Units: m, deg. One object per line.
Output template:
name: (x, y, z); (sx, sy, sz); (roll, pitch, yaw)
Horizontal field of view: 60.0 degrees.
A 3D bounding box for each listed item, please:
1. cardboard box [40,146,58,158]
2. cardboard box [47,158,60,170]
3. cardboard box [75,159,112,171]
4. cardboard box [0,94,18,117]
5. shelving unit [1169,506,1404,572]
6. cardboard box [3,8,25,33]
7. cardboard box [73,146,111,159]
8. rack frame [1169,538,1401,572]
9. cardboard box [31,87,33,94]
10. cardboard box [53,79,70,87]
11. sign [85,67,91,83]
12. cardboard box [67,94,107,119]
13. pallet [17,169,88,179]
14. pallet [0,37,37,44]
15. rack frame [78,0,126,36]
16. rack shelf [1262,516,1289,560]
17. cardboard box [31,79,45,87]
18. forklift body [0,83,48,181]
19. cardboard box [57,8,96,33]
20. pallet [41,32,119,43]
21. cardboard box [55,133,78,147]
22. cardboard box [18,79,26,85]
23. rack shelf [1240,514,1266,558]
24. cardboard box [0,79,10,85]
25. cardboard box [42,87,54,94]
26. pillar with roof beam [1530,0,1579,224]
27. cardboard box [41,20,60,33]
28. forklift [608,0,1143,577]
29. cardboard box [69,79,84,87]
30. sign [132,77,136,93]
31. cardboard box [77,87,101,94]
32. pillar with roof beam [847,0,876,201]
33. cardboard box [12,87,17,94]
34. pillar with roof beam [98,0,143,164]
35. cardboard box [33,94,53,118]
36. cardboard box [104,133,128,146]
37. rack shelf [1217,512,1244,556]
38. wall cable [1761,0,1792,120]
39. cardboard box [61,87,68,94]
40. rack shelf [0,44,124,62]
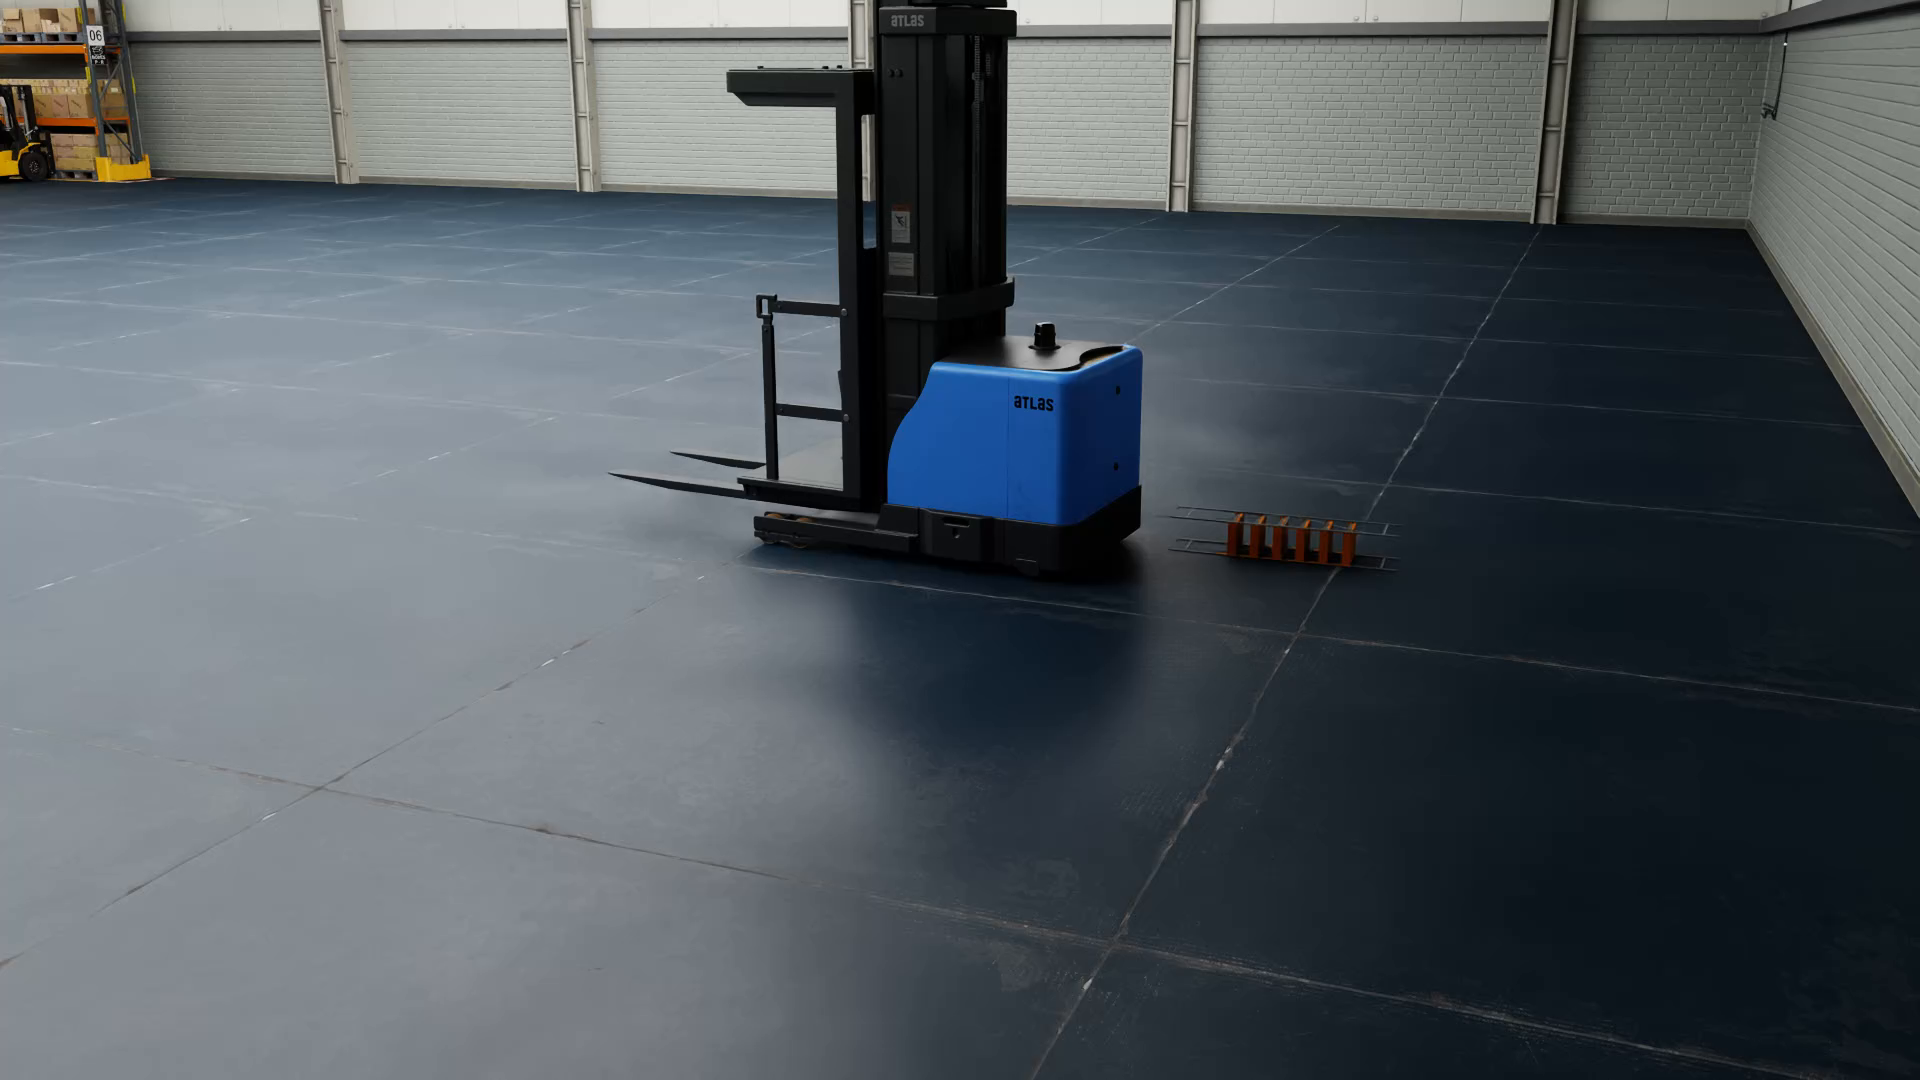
cardboard box: (-19.730, -8.491, 36.322); (0.500, 0.250, 0.500); (6, 17, 19)
cardboard box: (-19.686, -8.253, 36.402); (0.500, 0.250, 0.500); (6, 17, 21)
cardboard box: (-18.765, -8.147, 36.034); (0.500, 0.250, 0.500); (6, 17, 21)
cardboard box: (-20.654, -9.543, 36.485); (0.500, 0.500, 0.500); (6, 17, 20)
shelving unit: (1.732, -0.012, 8.869); (1.200, 0.189, 0.258); (5, 17, 18)
cardboard box: (-20.160, -11.222, 35.949); (0.637, 0.503, 0.797); (7, 18, 22)
cardboard box: (-18.780, -8.389, 35.973); (0.500, 0.250, 0.500); (6, 17, 20)
rack frame: (1.732, 0.075, 8.895); (1.200, 0.006, 0.240); (5, 17, 18)
cardboard box: (-20.039, -9.795, 36.192); (0.250, 0.149, 0.380); (6, 17, 20)
cardboard box: (-19.321, -9.865, 35.899); (0.250, 0.149, 0.380); (6, 17, 21)
sign: (-18.424, -9.830, 35.151); (0.005, 0.325, 0.100); (6, 17, 21)
cardboard box: (-18.766, -9.329, 35.750); (0.500, 0.500, 0.500); (6, 17, 19)
pallet: (-20.070, -8.153, 36.878); (1.213, 0.211, 1.003); (6, 17, 21)
pallet: (-21.130, -11.026, 36.552); (1.213, 0.211, 1.003); (6, 17, 21)
rack frame: (-18.212, -12.180, 34.989); (0.127, 3.000, 1.000); (6, 17, 21)
rack shelf: (1.690, -0.016, 8.883); (0.103, 0.180, 0.258); (5, 17, 18)
cardboard box: (-19.847, -9.888, 35.978); (0.250, 0.149, 0.380); (7, 17, 22)
forklift body: (-20.645, -8.612, 34.982); (1.214, 2.155, 2.313); (6, 17, 21)
cardboard box: (-18.713, -11.020, 35.259); (0.500, 0.500, 0.500); (7, 18, 22)
pallet: (-18.860, -10.776, 35.692); (1.213, 0.211, 1.003); (6, 17, 21)
cardboard box: (-19.232, -8.678, 36.069); (0.500, 0.250, 0.500); (7, 17, 22)
cardboard box: (-20.280, -9.969, 36.257); (0.250, 0.149, 0.380); (6, 17, 21)
rack shelf: (1.577, -0.027, 8.920); (0.103, 0.180, 0.258); (5, 17, 18)
cardboard box: (-20.775, -10.002, 36.369); (0.250, 0.149, 0.380); (6, 17, 20)
cardboard box: (-19.597, -9.726, 35.952); (0.250, 0.149, 0.380); (6, 17, 19)
pillar with roof beam: (7.799, -8.300, 21.623); (0.400, 9.000, 9.100); (6, 17, 21)
cardboard box: (-19.330, -10.957, 35.464); (0.258, 0.266, 0.396); (6, 17, 21)
forklift: (-0.560, -1.485, 9.031); (3.031, 2.935, 1.130); (8, 18, 25)
cardboard box: (-18.863, -9.801, 35.677); (0.250, 0.149, 0.380); (6, 17, 21)
sign: (-18.003, -9.896, 36.187); (0.005, 0.325, 0.100); (6, 17, 21)
cardboard box: (-18.637, -9.622, 35.593); (0.250, 0.149, 0.380); (7, 17, 21)
pillar with roof beam: (-3.364, -9.527, 25.851); (0.400, 9.000, 9.100); (6, 17, 21)
cardboard box: (-20.553, -9.829, 36.307); (0.250, 0.149, 0.380); (6, 17, 19)
pillar with roof beam: (-20.109, -11.369, 32.194); (0.400, 9.000, 9.100); (6, 17, 21)
cardboard box: (-19.722, -9.437, 36.122); (0.500, 0.500, 0.500); (6, 17, 20)
cardboard box: (-18.590, -8.759, 36.349); (0.500, 0.250, 0.500); (6, 17, 20)
rack shelf: (1.463, -0.038, 8.958); (0.103, 0.180, 0.258); (5, 17, 18)
wall cable: (11.634, -7.281, 23.682); (0.112, 2.526, 3.097); (6, 17, 21)
cardboard box: (-19.105, -9.682, 35.803); (0.250, 0.149, 0.380); (7, 17, 22)
rack shelf: (-20.073, -10.599, 36.212); (4.000, 0.370, 1.077); (6, 17, 21)
